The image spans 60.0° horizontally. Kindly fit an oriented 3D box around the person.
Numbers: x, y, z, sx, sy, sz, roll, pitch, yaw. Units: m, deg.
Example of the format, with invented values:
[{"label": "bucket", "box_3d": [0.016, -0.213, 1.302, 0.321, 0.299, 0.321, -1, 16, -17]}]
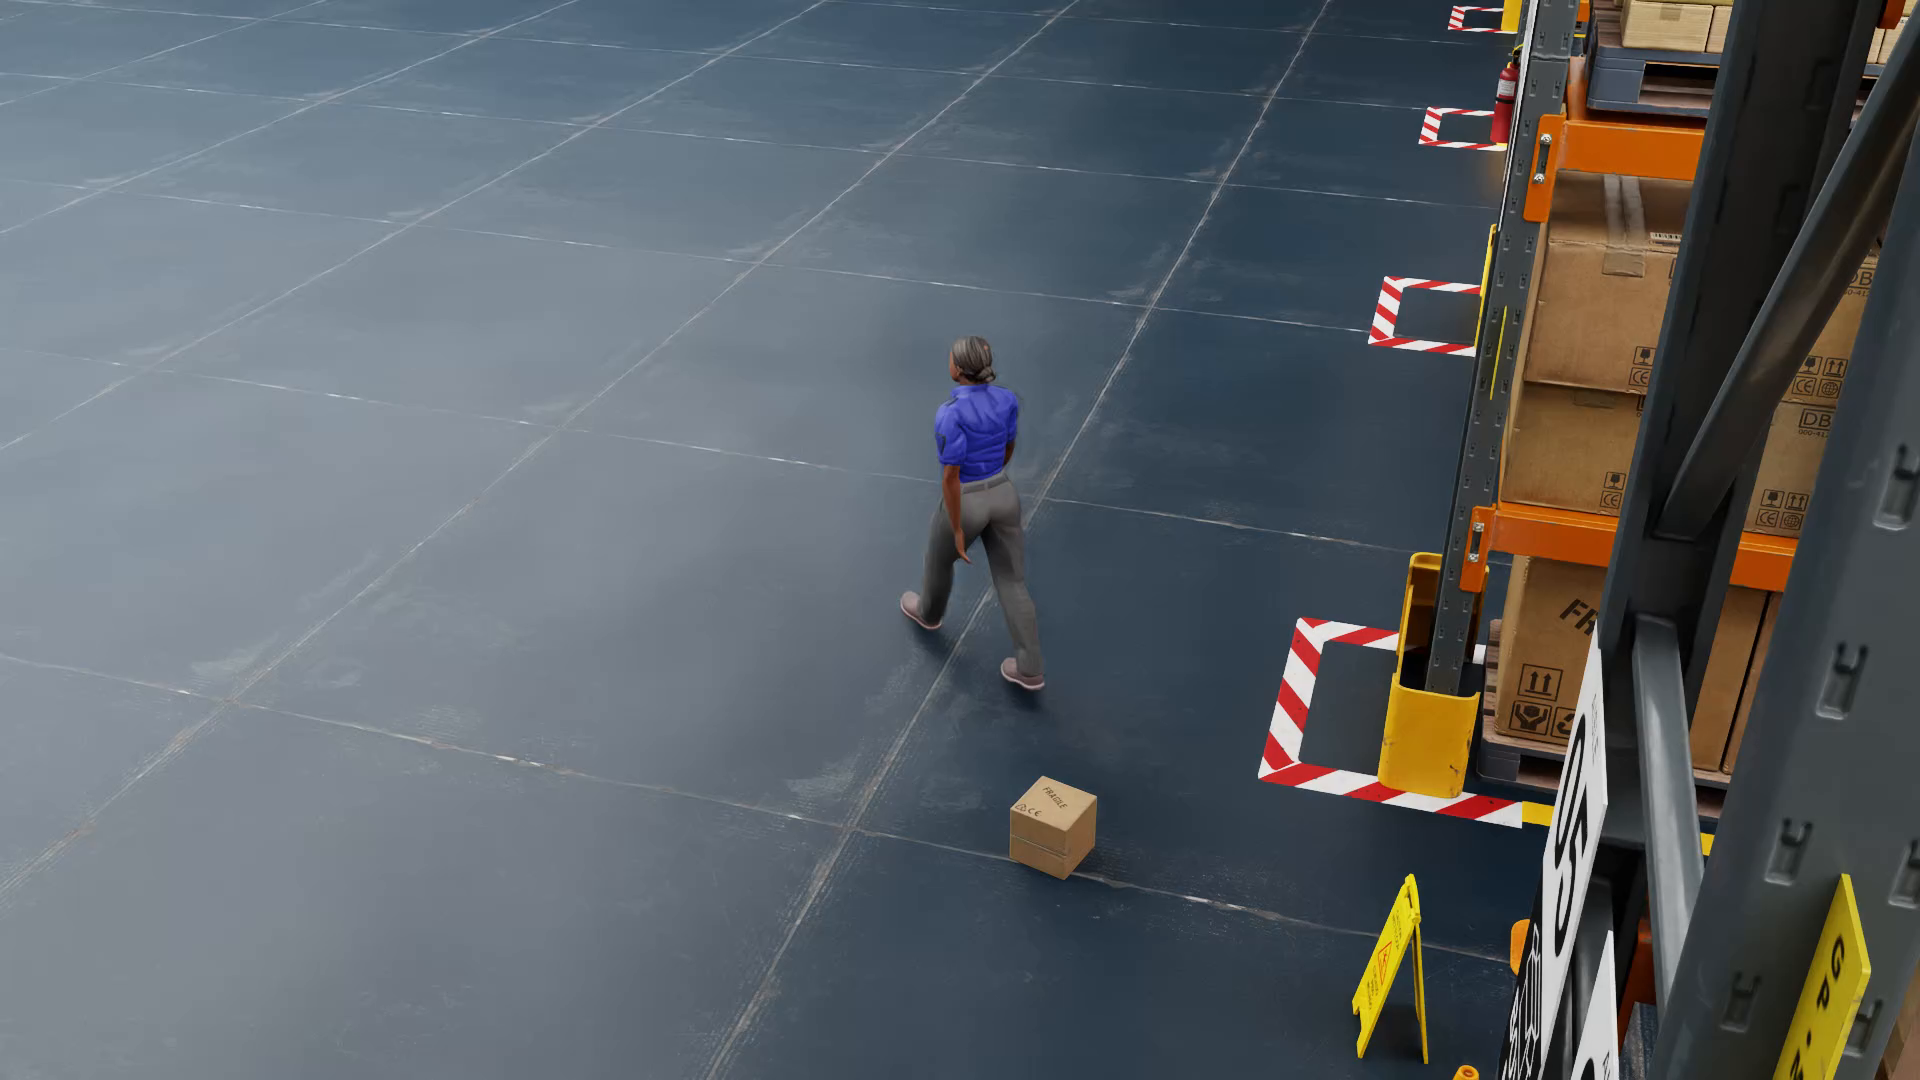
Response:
[{"label": "person", "box_3d": [0.062, -0.177, 7.446, 0.475, 1.589, 1.041, -16, 33, -26]}]
